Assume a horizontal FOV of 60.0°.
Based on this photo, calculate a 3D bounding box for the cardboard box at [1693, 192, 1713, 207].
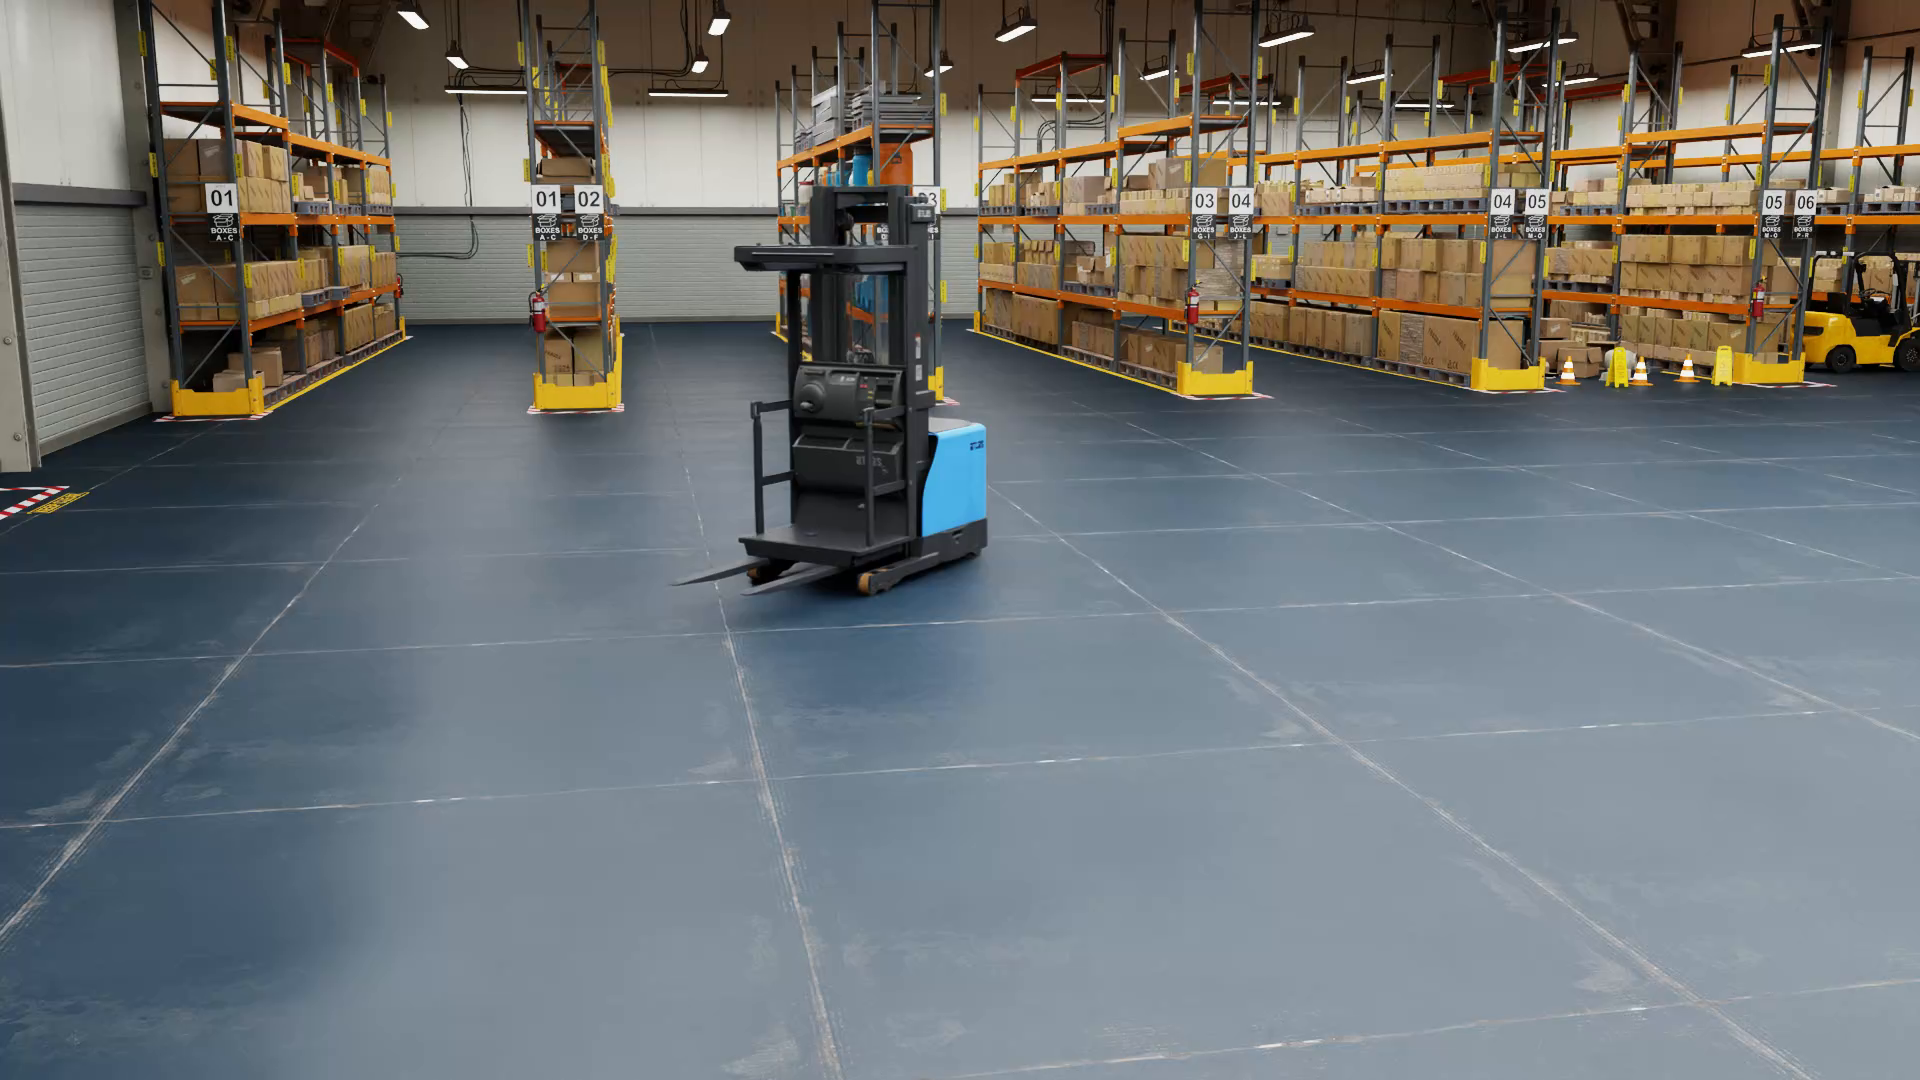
[{"bbox_3d":[13.219,-5.972,29.134,0.500,0.250,0.500,-2,11,-9],"label":"cardboard box"}]

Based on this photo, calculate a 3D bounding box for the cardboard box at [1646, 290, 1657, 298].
[{"bbox_3d":[12.949,-4.557,30.787,0.380,0.149,0.250,-2,11,-9],"label":"cardboard box"}]

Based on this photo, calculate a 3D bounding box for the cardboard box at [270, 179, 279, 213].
[{"bbox_3d":[-10.718,-5.243,25.377,0.500,0.500,0.500,-3,11,-13],"label":"cardboard box"}]

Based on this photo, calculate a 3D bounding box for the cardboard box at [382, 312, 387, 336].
[{"bbox_3d":[-13.083,-4.760,36.747,0.700,0.500,0.500,-2,11,-10],"label":"cardboard box"}]

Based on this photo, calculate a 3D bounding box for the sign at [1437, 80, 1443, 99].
[{"bbox_3d":[8.721,-8.189,30.233,0.100,0.325,0.005,-2,11,-11],"label":"sign"}]

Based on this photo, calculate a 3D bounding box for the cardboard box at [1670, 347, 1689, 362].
[{"bbox_3d":[13.164,-3.340,29.951,0.500,0.250,0.500,-3,11,-13],"label":"cardboard box"}]

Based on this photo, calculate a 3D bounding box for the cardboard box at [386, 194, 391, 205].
[{"bbox_3d":[-13.221,-7.719,37.717,0.500,0.250,0.500,-2,11,-9],"label":"cardboard box"}]

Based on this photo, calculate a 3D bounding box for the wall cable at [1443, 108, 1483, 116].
[{"bbox_3d":[15.700,-14.031,48.974,2.988,3.039,0.133,-2,11,-11],"label":"wall cable"}]

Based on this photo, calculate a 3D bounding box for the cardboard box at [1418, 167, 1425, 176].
[{"bbox_3d":[8.158,-6.374,28.792,0.380,0.149,0.250,-2,11,-11],"label":"cardboard box"}]

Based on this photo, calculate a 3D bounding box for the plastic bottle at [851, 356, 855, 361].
[{"bbox_3d":[-1.794,-3.000,28.024,0.061,0.283,0.133,-2,11,-8],"label":"plastic bottle"}]

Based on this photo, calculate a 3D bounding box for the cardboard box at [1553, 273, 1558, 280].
[{"bbox_3d":[12.390,-5.391,34.044,0.380,0.149,0.250,-2,11,-9],"label":"cardboard box"}]

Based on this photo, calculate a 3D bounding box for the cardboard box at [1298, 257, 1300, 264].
[{"bbox_3d":[7.395,-5.985,35.575,0.380,0.149,0.250,-2,11,-11],"label":"cardboard box"}]

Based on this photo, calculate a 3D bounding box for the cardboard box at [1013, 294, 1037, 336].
[{"bbox_3d":[1.875,-5.041,37.219,1.225,0.875,0.875,-2,11,-11],"label":"cardboard box"}]

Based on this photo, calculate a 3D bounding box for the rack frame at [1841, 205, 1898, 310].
[{"bbox_3d":[17.876,-5.069,32.809,1.000,3.000,0.127,-2,11,-11],"label":"rack frame"}]

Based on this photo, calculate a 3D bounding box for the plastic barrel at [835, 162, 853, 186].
[{"bbox_3d":[-1.884,-6.153,29.138,0.600,0.901,0.708,-2,11,-11],"label":"plastic barrel"}]

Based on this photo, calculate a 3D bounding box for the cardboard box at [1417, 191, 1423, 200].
[{"bbox_3d":[8.158,-5.983,28.865,0.380,0.149,0.250,-2,11,-11],"label":"cardboard box"}]

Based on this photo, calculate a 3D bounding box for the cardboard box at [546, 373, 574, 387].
[{"bbox_3d":[-6.047,-2.378,24.898,0.500,0.250,0.500,-2,11,-11],"label":"cardboard box"}]

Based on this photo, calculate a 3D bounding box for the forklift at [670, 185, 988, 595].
[{"bbox_3d":[-0.950,-1.133,12.309,1.130,2.935,3.031,6,12,29],"label":"forklift"}]

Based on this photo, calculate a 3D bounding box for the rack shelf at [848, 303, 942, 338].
[{"bbox_3d":[-1.183,-3.628,27.157,1.077,0.370,4.000,-2,11,-11],"label":"rack shelf"}]

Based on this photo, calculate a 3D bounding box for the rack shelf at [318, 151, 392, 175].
[{"bbox_3d":[-13.235,-8.219,36.304,1.077,0.370,4.000,-2,11,-11],"label":"rack shelf"}]

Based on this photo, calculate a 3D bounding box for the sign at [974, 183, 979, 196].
[{"bbox_3d":[0.407,-8.652,41.057,0.100,0.325,0.005,-2,11,-11],"label":"sign"}]

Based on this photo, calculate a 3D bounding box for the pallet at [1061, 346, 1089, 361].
[{"bbox_3d":[2.659,-3.748,33.325,1.003,0.211,1.213,-2,11,-11],"label":"pallet"}]

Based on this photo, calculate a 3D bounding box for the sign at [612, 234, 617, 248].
[{"bbox_3d":[-8.217,-7.110,39.586,0.100,0.325,0.005,-2,11,-11],"label":"sign"}]

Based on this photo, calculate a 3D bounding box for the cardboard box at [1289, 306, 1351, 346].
[{"bbox_3d":[7.424,-4.410,34.235,1.050,0.750,0.750,-2,11,-12],"label":"cardboard box"}]

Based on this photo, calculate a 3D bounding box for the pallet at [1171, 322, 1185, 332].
[{"bbox_3d":[5.976,-5.357,41.775,1.003,0.211,1.213,-2,11,-11],"label":"pallet"}]

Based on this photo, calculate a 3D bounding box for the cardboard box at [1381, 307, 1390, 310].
[{"bbox_3d":[11.086,-5.752,42.123,0.875,0.438,0.875,-2,11,-9],"label":"cardboard box"}]

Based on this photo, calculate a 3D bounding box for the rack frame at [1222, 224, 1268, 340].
[{"bbox_3d":[6.616,-6.157,38.522,1.000,3.000,0.127,-2,11,-11],"label":"rack frame"}]

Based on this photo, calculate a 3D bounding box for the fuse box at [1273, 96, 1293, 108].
[{"bbox_3d":[9.311,-12.627,47.915,0.513,0.334,0.176,-2,11,-11],"label":"fuse box"}]

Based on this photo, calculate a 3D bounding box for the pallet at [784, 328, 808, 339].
[{"bbox_3d":[-3.550,-4.803,38.866,1.003,0.211,1.213,-2,11,-11],"label":"pallet"}]

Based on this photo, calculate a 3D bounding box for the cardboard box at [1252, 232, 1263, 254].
[{"bbox_3d":[6.767,-6.935,38.873,0.500,0.500,0.500,-2,11,-10],"label":"cardboard box"}]

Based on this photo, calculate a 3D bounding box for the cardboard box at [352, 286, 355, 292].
[{"bbox_3d":[-12.258,-5.006,33.092,0.380,0.149,0.250,-2,11,-9],"label":"cardboard box"}]

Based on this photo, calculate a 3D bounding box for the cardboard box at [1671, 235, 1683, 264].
[{"bbox_3d":[13.220,-5.206,29.790,0.700,0.500,0.500,-2,11,-11],"label":"cardboard box"}]

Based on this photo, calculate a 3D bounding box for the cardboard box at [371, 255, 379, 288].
[{"bbox_3d":[-12.935,-5.702,35.331,0.980,0.700,0.700,-2,11,-10],"label":"cardboard box"}]

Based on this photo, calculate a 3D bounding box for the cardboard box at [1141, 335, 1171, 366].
[{"bbox_3d":[3.444,-3.327,29.214,0.500,0.500,0.500,1,11,7],"label":"cardboard box"}]

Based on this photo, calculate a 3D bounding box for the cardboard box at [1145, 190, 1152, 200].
[{"bbox_3d":[3.338,-5.815,28.038,0.380,0.149,0.250,-2,11,-12],"label":"cardboard box"}]

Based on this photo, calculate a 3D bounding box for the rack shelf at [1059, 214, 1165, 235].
[{"bbox_3d":[2.898,-6.015,31.677,1.077,0.370,4.000,-2,11,-11],"label":"rack shelf"}]

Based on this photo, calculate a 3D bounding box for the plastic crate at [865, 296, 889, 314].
[{"bbox_3d":[-1.185,-3.622,25.602,0.499,0.251,0.616,-2,11,-11],"label":"plastic crate"}]

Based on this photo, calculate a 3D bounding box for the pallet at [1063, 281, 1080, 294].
[{"bbox_3d":[2.752,-5.040,33.169,1.213,0.211,1.003,-2,11,-11],"label":"pallet"}]

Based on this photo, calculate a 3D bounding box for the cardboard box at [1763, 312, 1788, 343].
[{"bbox_3d":[17.471,-4.485,34.965,0.875,0.625,0.625,-3,11,-13],"label":"cardboard box"}]

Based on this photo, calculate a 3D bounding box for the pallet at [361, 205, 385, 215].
[{"bbox_3d":[-13.228,-7.258,36.524,1.003,0.211,1.213,-2,11,-11],"label":"pallet"}]

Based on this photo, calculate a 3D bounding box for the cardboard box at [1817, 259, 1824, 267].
[{"bbox_3d":[17.527,-5.585,33.516,0.380,0.149,0.250,-2,11,-11],"label":"cardboard box"}]

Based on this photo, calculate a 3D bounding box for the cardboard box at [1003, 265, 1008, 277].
[{"bbox_3d":[1.284,-6.234,38.532,0.500,0.250,0.500,-2,11,-9],"label":"cardboard box"}]

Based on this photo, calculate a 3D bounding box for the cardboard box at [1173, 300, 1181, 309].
[{"bbox_3d":[3.659,-3.805,26.840,0.380,0.149,0.250,-2,11,-11],"label":"cardboard box"}]

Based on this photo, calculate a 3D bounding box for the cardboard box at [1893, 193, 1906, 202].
[{"bbox_3d":[17.814,-6.441,31.272,0.380,0.149,0.250,-2,11,-9],"label":"cardboard box"}]

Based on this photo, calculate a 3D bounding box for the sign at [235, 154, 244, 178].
[{"bbox_3d":[-9.979,-5.177,23.011,0.100,0.325,0.005,-2,11,-11],"label":"sign"}]

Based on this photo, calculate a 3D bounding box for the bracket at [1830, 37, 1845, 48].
[{"bbox_3d":[17.968,-10.223,34.214,0.235,0.232,0.430,-2,11,-11],"label":"bracket"}]

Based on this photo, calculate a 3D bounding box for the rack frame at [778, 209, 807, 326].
[{"bbox_3d":[-3.906,-6.549,40.580,1.000,3.000,0.127,-2,11,-11],"label":"rack frame"}]

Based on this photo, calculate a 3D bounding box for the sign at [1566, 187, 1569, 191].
[{"bbox_3d":[16.090,-9.195,44.095,0.100,0.325,0.005,-2,11,-11],"label":"sign"}]

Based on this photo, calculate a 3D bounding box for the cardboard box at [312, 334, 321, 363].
[{"bbox_3d":[-11.766,-3.390,29.495,0.700,0.500,0.500,-2,11,-11],"label":"cardboard box"}]

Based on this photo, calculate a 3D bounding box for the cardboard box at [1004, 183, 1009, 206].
[{"bbox_3d":[1.419,-8.013,38.595,0.700,0.500,0.500,-2,11,-8],"label":"cardboard box"}]

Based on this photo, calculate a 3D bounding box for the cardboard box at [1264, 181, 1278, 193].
[{"bbox_3d":[6.790,-7.622,35.882,0.396,0.266,0.258,-2,11,-11],"label":"cardboard box"}]

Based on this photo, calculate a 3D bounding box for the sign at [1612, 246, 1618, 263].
[{"bbox_3d":[12.464,-5.436,31.639,0.100,0.325,0.005,-2,11,-11],"label":"sign"}]

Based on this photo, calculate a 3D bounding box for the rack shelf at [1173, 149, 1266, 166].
[{"bbox_3d":[6.227,-9.116,39.956,1.077,0.370,4.000,-2,11,-11],"label":"rack shelf"}]

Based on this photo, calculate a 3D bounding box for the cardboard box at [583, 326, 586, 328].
[{"bbox_3d":[-7.621,-4.053,32.978,0.500,0.500,0.500,-2,11,-9],"label":"cardboard box"}]

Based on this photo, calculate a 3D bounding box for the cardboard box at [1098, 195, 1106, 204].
[{"bbox_3d":[2.824,-6.433,31.453,0.380,0.166,0.250,-2,11,-13],"label":"cardboard box"}]
